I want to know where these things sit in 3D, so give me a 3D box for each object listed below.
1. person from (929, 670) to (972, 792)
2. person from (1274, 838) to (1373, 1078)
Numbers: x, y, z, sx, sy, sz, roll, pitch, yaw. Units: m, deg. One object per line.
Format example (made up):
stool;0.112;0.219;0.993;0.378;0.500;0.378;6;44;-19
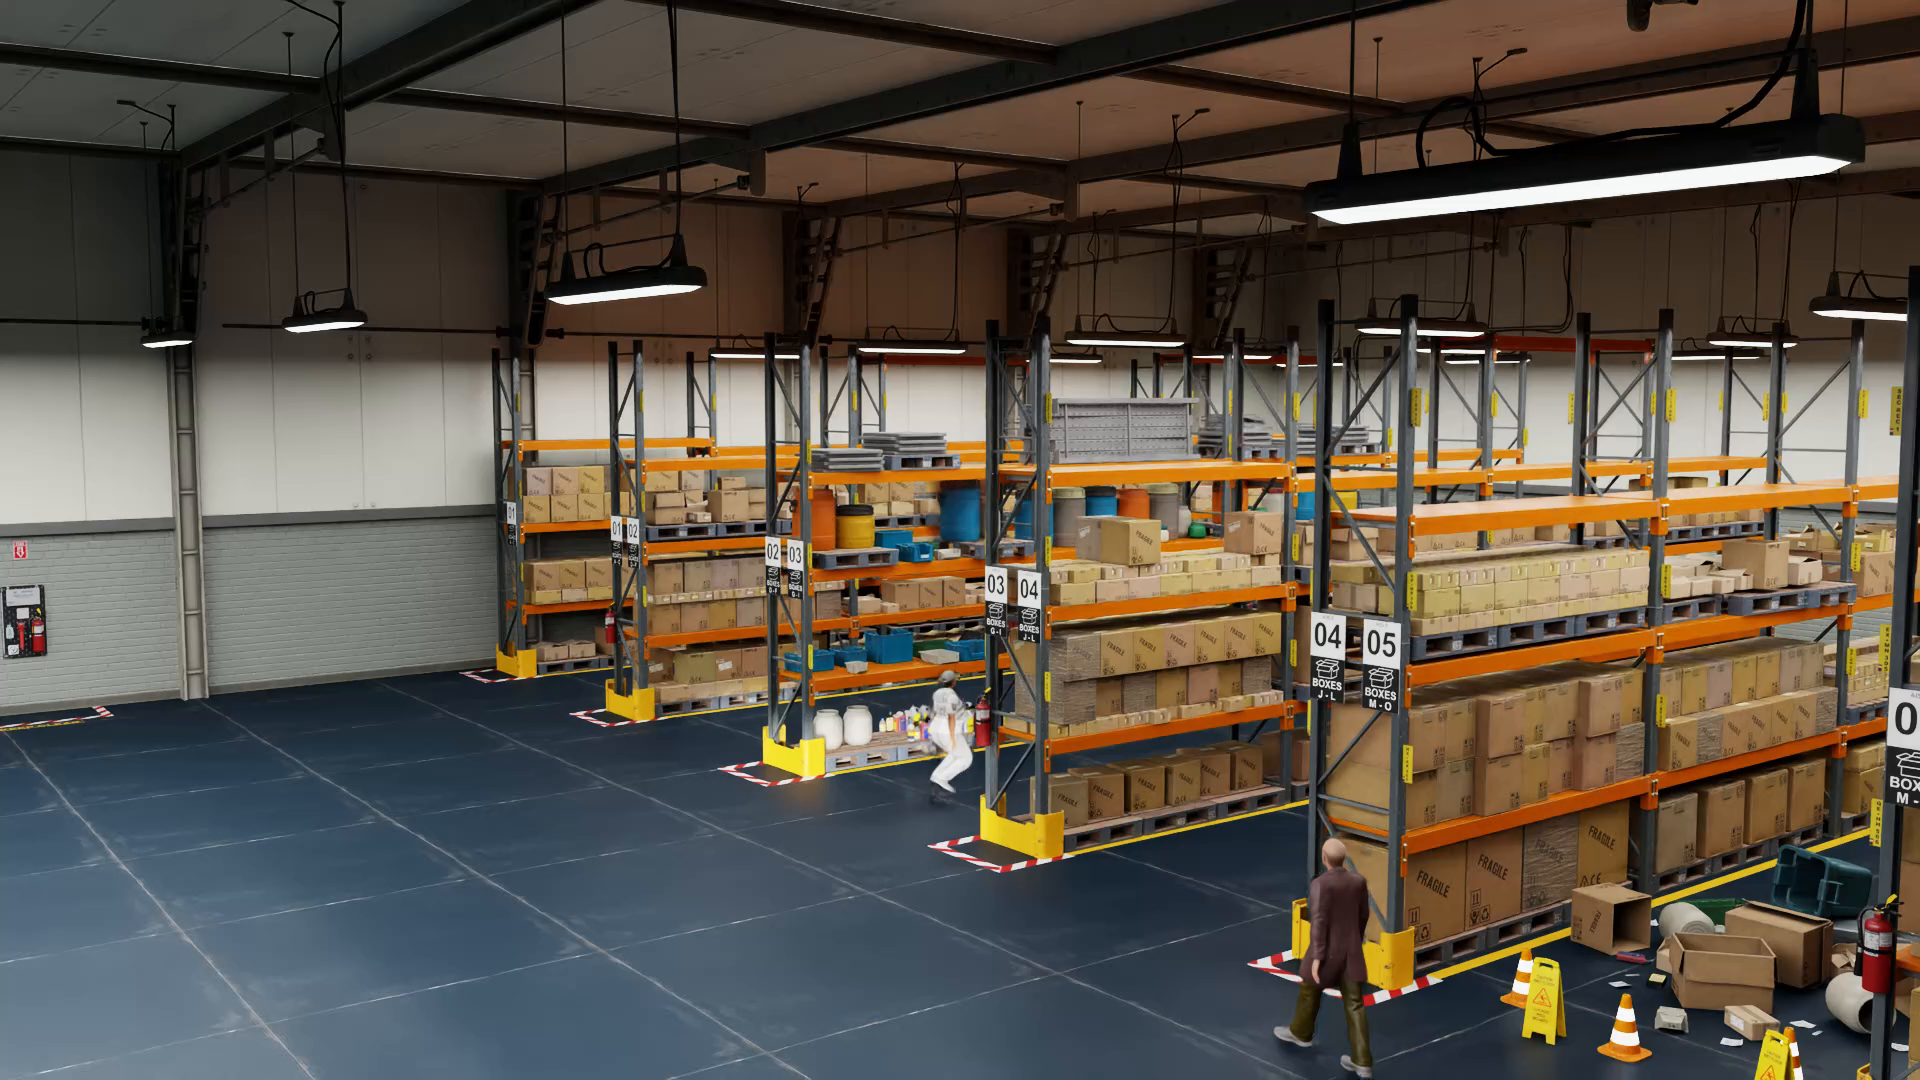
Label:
person;-0.147;2.382;20.915;0.529;1.503;0.533;-3;6;-28
person;2.876;3.151;12.842;0.618;1.718;1.060;-2;5;-19
